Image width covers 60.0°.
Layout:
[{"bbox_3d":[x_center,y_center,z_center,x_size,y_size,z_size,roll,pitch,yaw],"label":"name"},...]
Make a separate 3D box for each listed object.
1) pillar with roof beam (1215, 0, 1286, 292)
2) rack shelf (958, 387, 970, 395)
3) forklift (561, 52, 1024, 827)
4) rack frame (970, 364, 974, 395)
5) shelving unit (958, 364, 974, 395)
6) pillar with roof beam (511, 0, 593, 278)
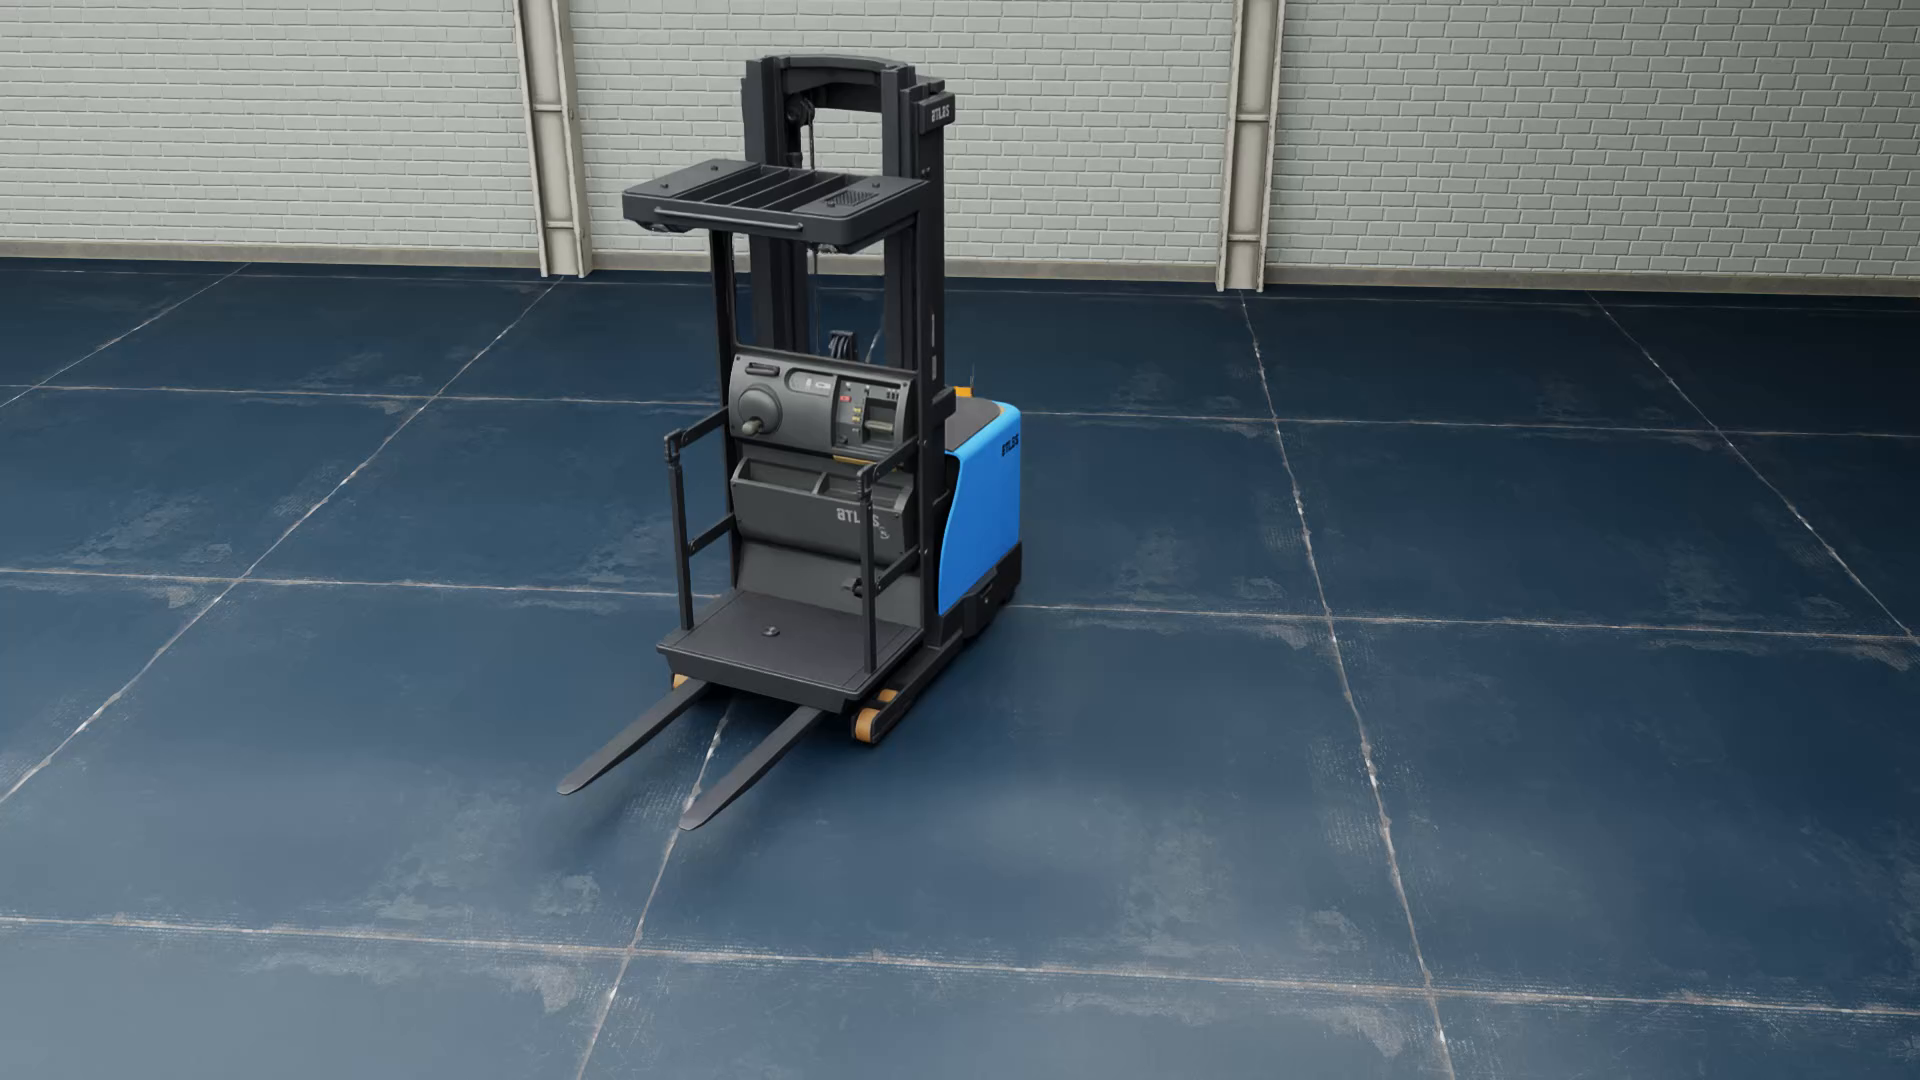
[{"bbox_3d":[2.116,-4.515,8.797,0.400,9.000,9.100,2,25,4],"label":"pillar with roof beam"},{"bbox_3d":[-0.053,-0.727,9.420,0.240,0.259,0.215,2,25,4],"label":"rack shelf"},{"bbox_3d":[-0.732,-0.607,7.563,1.130,2.935,3.031,11,27,23],"label":"forklift"},{"bbox_3d":[0.068,-0.475,9.526,0.008,1.050,0.200,2,25,4],"label":"rack frame"},{"bbox_3d":[-0.053,-0.479,9.534,0.252,1.050,0.215,2,25,4],"label":"shelving unit"},{"bbox_3d":[-3.866,-4.707,9.214,0.400,9.000,9.100,2,25,4],"label":"pillar with roof beam"}]
